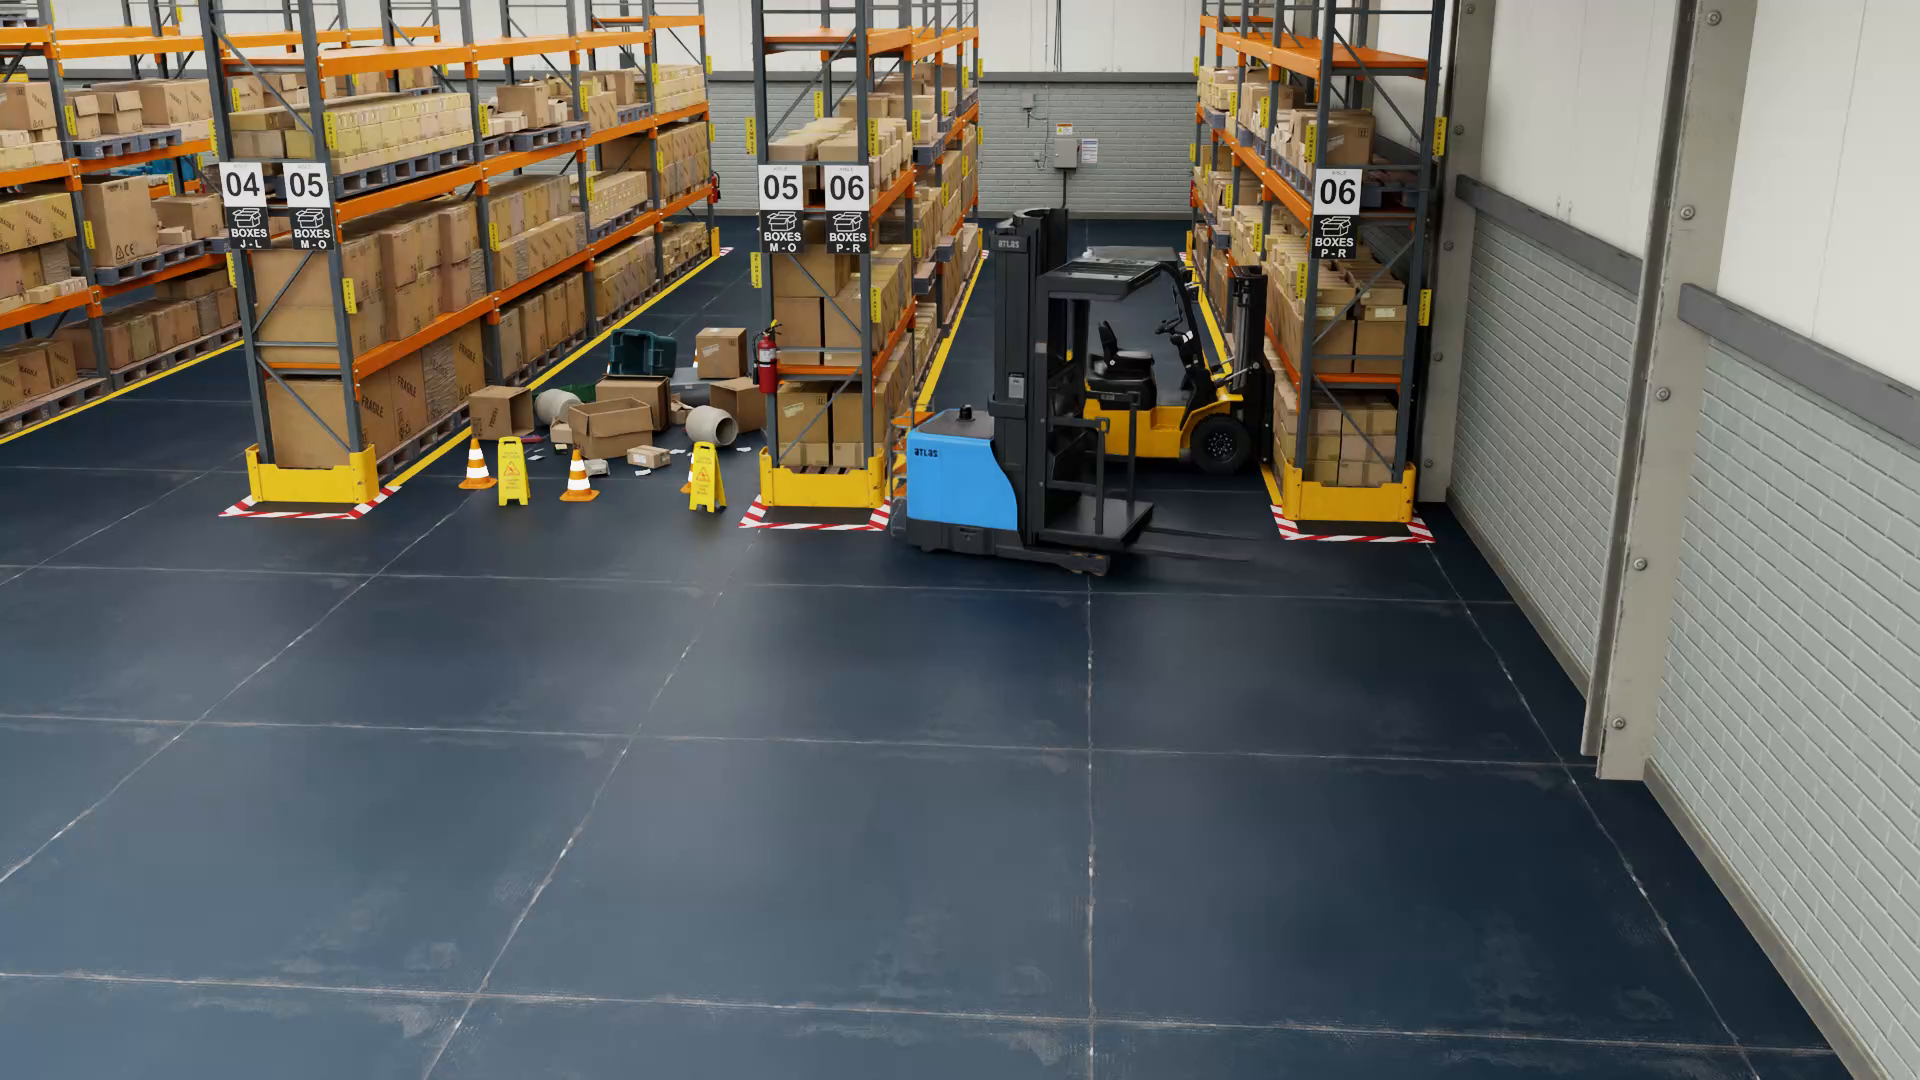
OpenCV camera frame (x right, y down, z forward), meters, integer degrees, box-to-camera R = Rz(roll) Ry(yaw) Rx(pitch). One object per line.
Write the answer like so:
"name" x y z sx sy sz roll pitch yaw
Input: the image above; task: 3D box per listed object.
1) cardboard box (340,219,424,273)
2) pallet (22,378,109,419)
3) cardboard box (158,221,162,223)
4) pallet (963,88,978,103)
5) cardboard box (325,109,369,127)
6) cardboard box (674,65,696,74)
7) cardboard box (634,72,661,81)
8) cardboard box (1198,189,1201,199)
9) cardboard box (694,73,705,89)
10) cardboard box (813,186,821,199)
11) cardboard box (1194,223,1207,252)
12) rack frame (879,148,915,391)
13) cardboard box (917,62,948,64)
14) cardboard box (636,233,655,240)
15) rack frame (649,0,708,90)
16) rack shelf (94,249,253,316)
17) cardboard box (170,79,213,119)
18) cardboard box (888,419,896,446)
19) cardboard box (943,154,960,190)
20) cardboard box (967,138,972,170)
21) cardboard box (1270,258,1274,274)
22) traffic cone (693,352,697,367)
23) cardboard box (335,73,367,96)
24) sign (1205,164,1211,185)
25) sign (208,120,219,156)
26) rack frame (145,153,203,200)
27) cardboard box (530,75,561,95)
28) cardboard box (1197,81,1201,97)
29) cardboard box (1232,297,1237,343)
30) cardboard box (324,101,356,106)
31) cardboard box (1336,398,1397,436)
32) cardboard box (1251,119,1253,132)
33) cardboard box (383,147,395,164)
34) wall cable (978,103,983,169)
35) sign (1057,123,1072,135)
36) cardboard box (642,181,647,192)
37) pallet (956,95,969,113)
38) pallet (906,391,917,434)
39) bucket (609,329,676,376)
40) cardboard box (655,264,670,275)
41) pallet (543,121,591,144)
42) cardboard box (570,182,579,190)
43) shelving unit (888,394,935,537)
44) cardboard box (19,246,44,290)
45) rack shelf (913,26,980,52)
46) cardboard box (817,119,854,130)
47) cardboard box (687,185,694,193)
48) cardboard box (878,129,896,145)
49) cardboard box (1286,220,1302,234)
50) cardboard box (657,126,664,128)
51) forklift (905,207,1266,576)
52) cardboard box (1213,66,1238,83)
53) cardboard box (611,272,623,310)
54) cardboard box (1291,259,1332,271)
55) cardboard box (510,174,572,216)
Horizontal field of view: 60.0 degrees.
"cardboard box" -6.170 -3.059 17.468 0.875 0.550 0.500 1 18 4
"pallet" -10.933 -1.699 19.770 1.003 0.211 1.213 1 18 4
"cardboard box" -10.983 -4.089 22.151 0.500 0.250 0.500 1 18 2
"pallet" -0.218 -7.892 29.517 1.003 0.211 1.213 1 18 4
"cardboard box" -5.888 -4.035 15.891 0.380 0.149 0.250 1 18 3
"cardboard box" -4.944 -8.415 29.768 0.380 0.149 0.250 2 18 5
"cardboard box" -5.130 -7.605 27.297 0.380 0.149 0.250 1 18 3
"cardboard box" 4.337 -6.016 28.868 0.380 0.149 0.250 1 18 2
"cardboard box" -4.899 -8.262 29.940 0.500 0.250 0.500 1 18 2
"cardboard box" -1.537 -3.353 15.925 0.380 0.149 0.250 2 18 6
"cardboard box" 4.638 -5.455 30.089 0.797 0.503 0.637 1 18 2
"rack frame" -1.035 -3.013 19.300 1.000 3.000 0.127 1 18 4
"cardboard box" -0.469 -7.837 28.209 0.500 0.500 0.500 2 18 5
"cardboard box" -5.493 -5.302 29.234 0.380 0.149 0.250 1 18 4
"rack frame" -5.120 -9.669 29.981 1.000 3.000 0.127 1 18 4
"rack shelf" -10.777 -3.513 21.982 1.077 0.370 4.000 1 18 4
"cardboard box" -10.418 -6.033 22.736 0.500 0.500 0.500 2 18 5
"cardboard box" -0.944 -1.066 17.100 0.500 0.250 0.500 2 18 6
"cardboard box" -0.273 -5.715 25.780 0.500 0.500 0.500 2 18 5
"cardboard box" -0.057 -6.634 28.587 0.500 0.500 0.500 1 18 4
"cardboard box" 3.531 -2.929 17.841 0.380 0.149 0.250 2 18 5
"traffic cone" -3.320 -2.336 21.308 0.336 0.463 0.334 1 18 4
"cardboard box" -10.350 -7.683 27.740 0.700 0.500 0.500 0 18 1
"sign" 3.947 -5.809 26.443 0.100 0.325 0.005 1 18 4
"sign" -6.807 -3.674 15.207 0.100 0.325 0.005 1 18 4
"rack frame" -15.000 -7.071 31.686 1.000 3.000 0.127 1 18 4
"cardboard box" -5.902 -6.462 23.619 0.396 0.266 0.258 1 18 4
"cardboard box" 4.472 -7.994 29.447 0.500 0.250 0.500 1 18 3
"cardboard box" 4.144 -3.023 22.470 0.875 0.625 0.625 2 18 6
"cardboard box" -6.454 -4.446 17.144 0.380 0.149 0.250 1 18 4
"cardboard box" 3.852 -1.174 15.823 0.500 0.250 0.500 1 18 3
"cardboard box" 3.747 -5.044 20.250 0.380 0.149 0.250 1 18 3
"cardboard box" -5.850 -3.815 16.501 0.380 0.149 0.250 1 18 4
"wall cable" 0.206 -8.989 35.857 0.585 1.953 0.123 1 18 4
"sign" 2.250 -8.857 35.810 0.339 0.242 0.001 1 18 4
"cardboard box" -5.238 -5.670 26.661 0.380 0.149 0.250 2 18 6
"pallet" -0.393 -7.134 27.204 1.003 0.211 1.213 1 18 4
"pallet" -1.048 -1.478 19.095 1.003 0.211 1.213 1 18 4
"bucket" -3.690 -2.165 19.528 0.726 0.611 0.620 8 10 23
"cardboard box" -5.060 -4.527 27.826 0.380 0.149 0.250 0 18 2
"pallet" -5.686 -5.469 22.281 1.213 0.211 1.003 2 18 6
"cardboard box" -6.001 -5.342 25.181 0.380 0.149 0.250 2 18 6
"shelving unit" -0.429 -0.666 15.025 0.258 1.200 0.503 6 19 20
"cardboard box" -11.085 -3.130 19.019 0.875 0.500 0.500 1 18 4
"rack shelf" -0.319 -8.437 28.018 1.077 0.370 4.000 1 18 4
"cardboard box" -1.373 -4.526 18.223 0.380 0.149 0.250 2 18 6
"cardboard box" -4.963 -6.276 29.663 0.380 0.149 0.250 0 18 1
"cardboard box" -0.856 -4.111 16.956 0.380 0.149 0.250 2 18 5
"cardboard box" 4.290 -3.918 20.861 0.380 0.149 0.250 2 18 5
"cardboard box" -5.506 -7.031 29.320 0.500 0.500 0.500 1 18 3
"forklift" 1.093 -1.276 14.109 3.031 2.935 1.130 7 19 20
"cardboard box" 4.119 -7.193 25.666 0.396 0.266 0.258 1 18 3
"cardboard box" -5.355 -3.716 24.786 0.500 0.500 0.500 1 18 5
"cardboard box" 3.549 -2.750 16.819 0.380 0.149 0.250 2 18 5
"cardboard box" -5.735 -4.717 22.736 0.700 0.500 0.500 1 18 4
